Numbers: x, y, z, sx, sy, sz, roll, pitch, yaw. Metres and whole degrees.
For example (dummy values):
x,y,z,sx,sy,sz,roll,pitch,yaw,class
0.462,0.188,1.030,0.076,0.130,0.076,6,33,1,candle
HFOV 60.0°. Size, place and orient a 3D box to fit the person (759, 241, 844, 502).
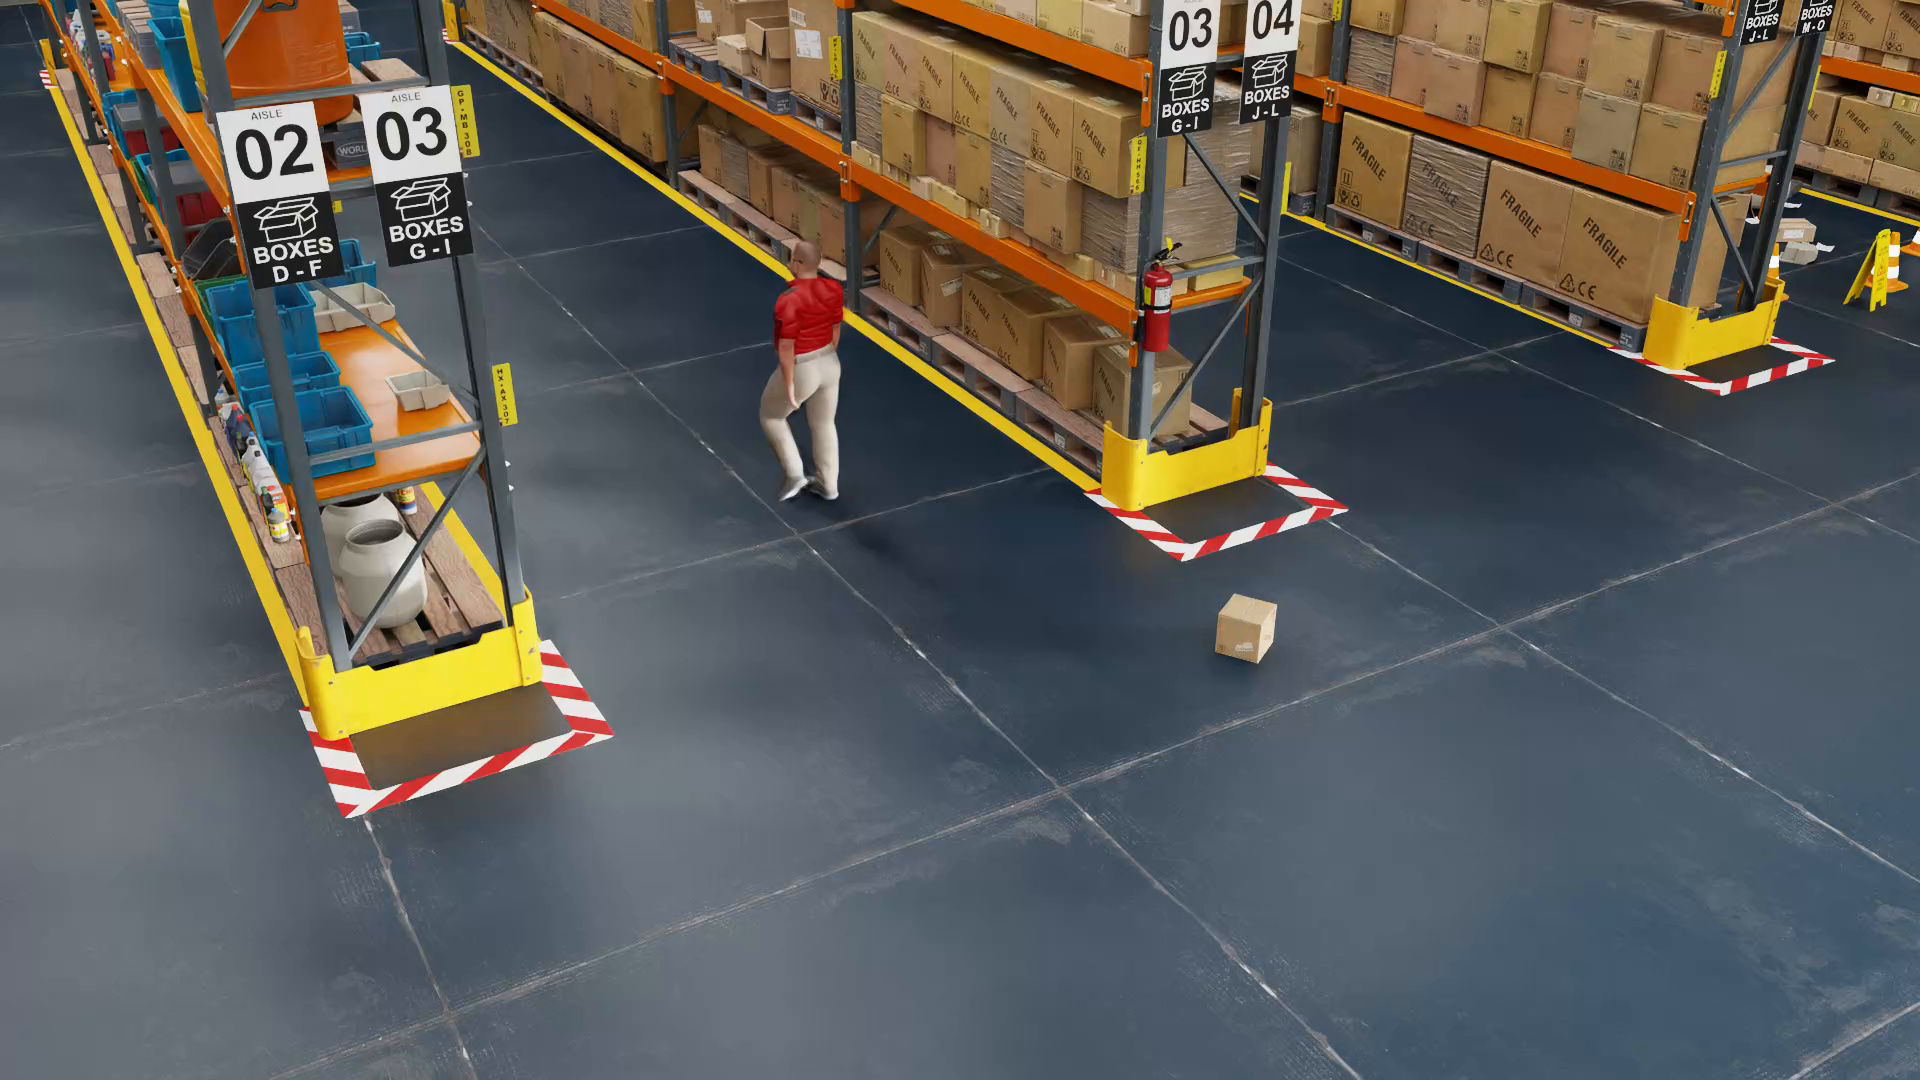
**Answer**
x,y,z,sx,sy,sz,roll,pitch,yaw,class
-0.993,-1.049,10.500,0.535,1.778,0.468,-23,36,-35,person
